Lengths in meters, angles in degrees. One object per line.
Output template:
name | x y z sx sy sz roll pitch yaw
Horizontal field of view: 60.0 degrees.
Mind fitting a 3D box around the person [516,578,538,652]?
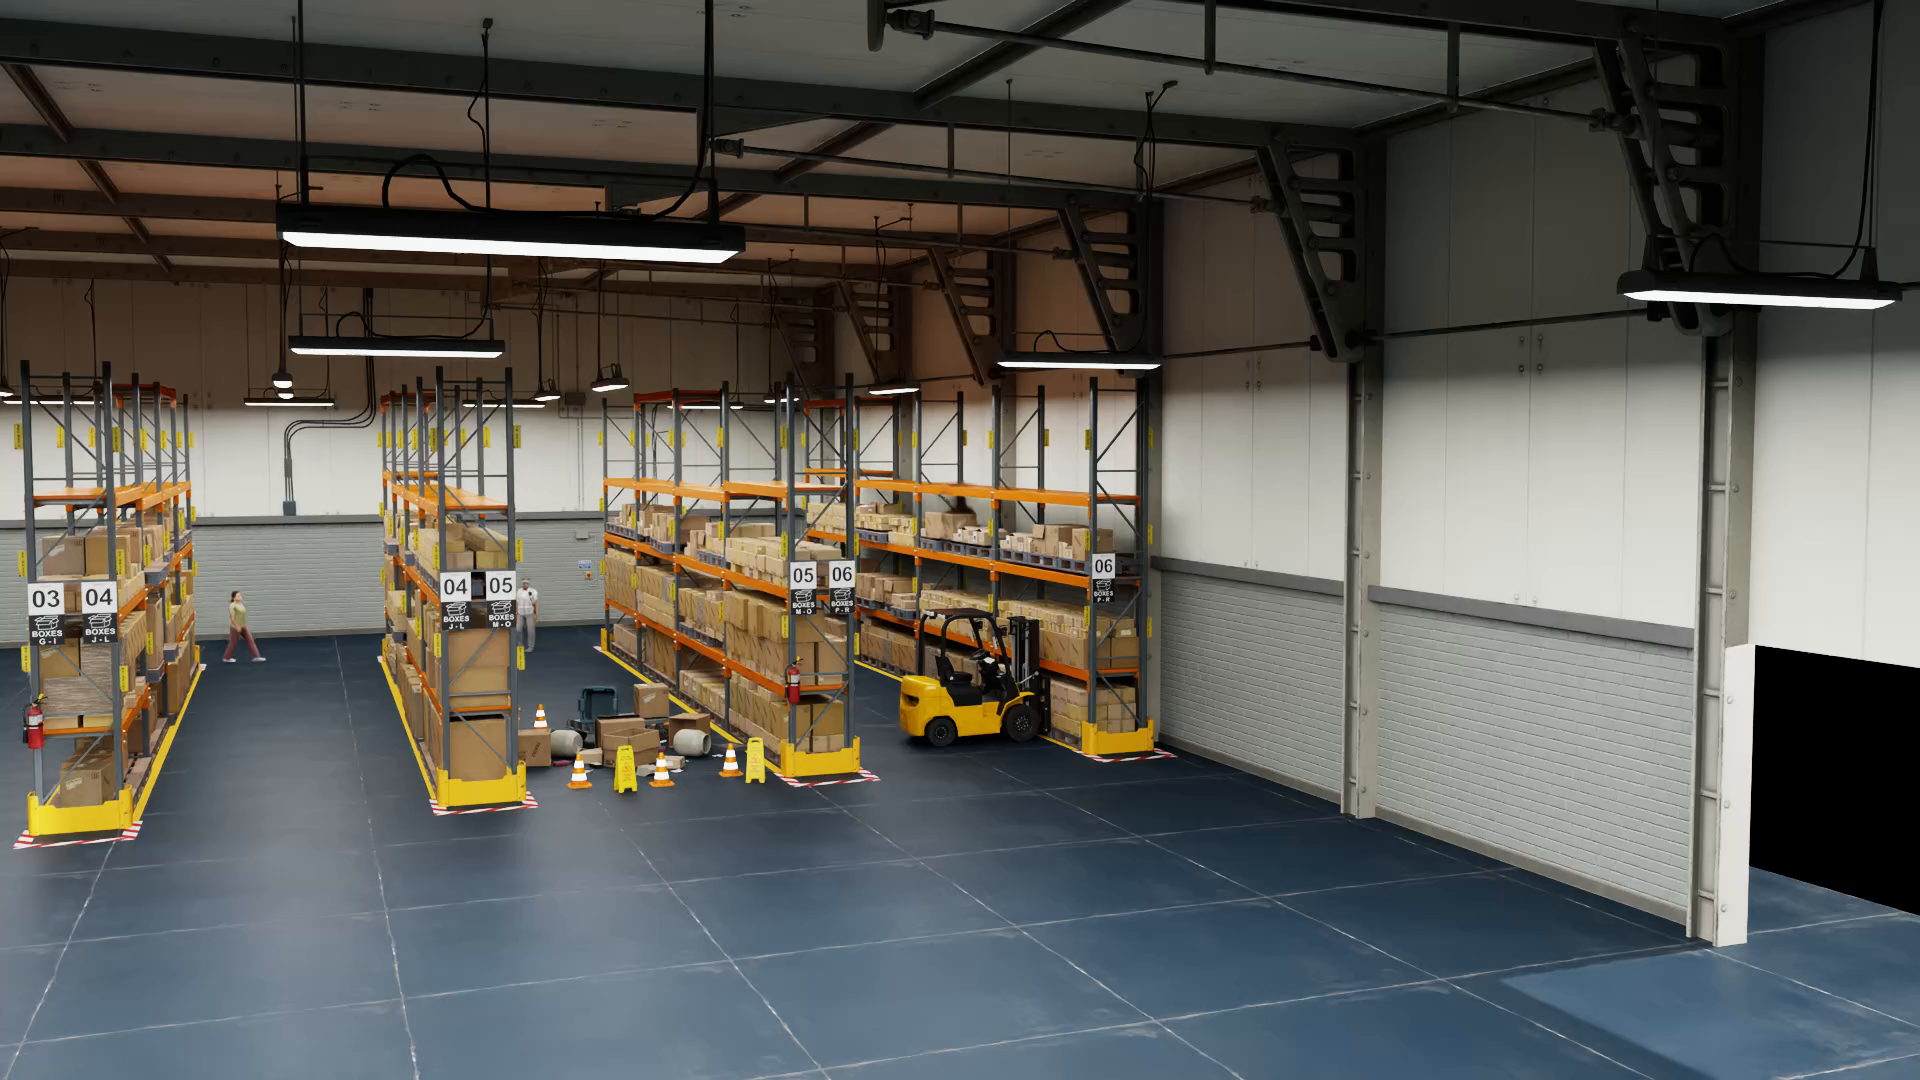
person | -10.287 1.805 39.402 0.597 1.844 0.425 0 3 4

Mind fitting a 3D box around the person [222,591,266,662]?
person | -16.082 1.937 37.225 0.969 1.616 0.522 1 4 12

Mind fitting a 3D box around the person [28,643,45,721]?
person | -16.450 2.403 29.786 0.438 1.706 0.500 -2 4 -28
